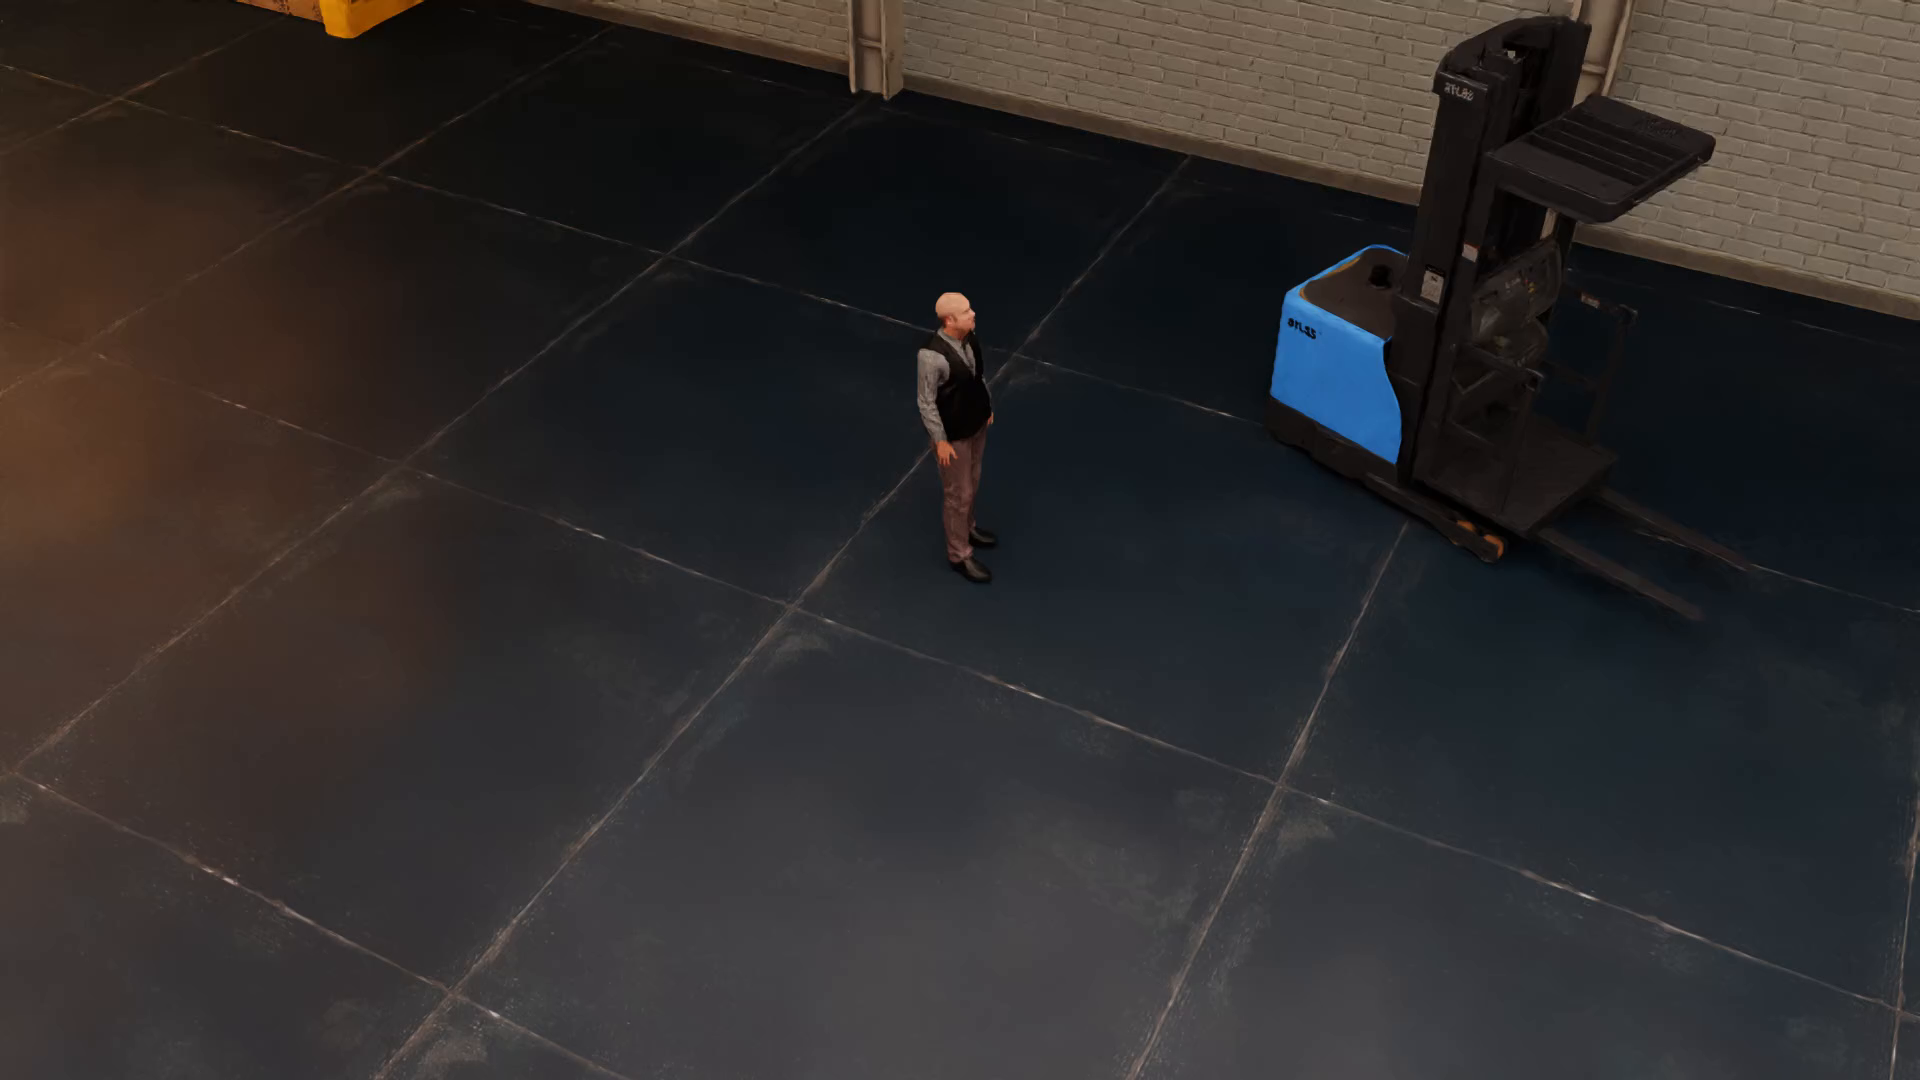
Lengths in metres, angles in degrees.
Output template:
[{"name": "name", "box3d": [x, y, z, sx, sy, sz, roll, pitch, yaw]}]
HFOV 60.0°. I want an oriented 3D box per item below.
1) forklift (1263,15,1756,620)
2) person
[{"name": "forklift", "box3d": [3.388, -1.362, 9.604, 1.130, 2.935, 3.031, -31, 49, -31]}, {"name": "person", "box3d": [0.052, -0.641, 9.675, 0.567, 1.720, 0.632, 18, 43, 21]}]
